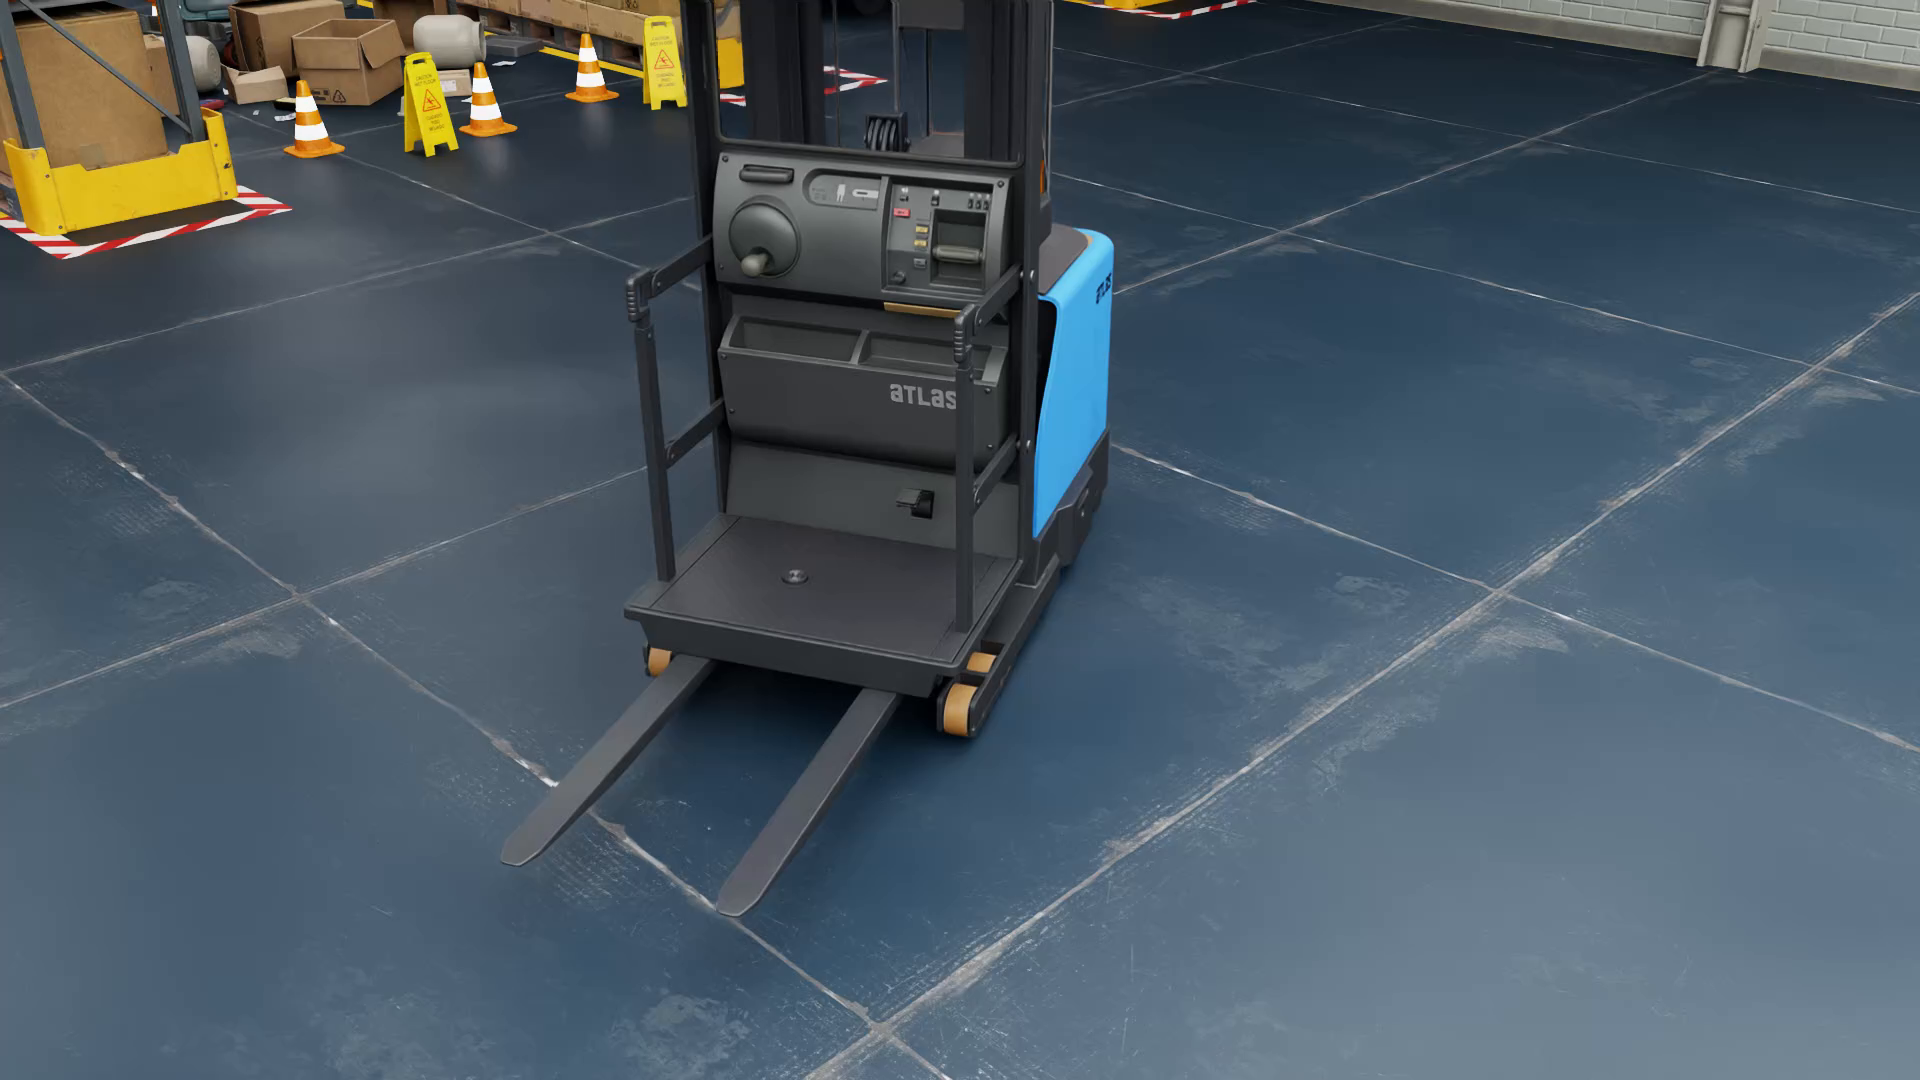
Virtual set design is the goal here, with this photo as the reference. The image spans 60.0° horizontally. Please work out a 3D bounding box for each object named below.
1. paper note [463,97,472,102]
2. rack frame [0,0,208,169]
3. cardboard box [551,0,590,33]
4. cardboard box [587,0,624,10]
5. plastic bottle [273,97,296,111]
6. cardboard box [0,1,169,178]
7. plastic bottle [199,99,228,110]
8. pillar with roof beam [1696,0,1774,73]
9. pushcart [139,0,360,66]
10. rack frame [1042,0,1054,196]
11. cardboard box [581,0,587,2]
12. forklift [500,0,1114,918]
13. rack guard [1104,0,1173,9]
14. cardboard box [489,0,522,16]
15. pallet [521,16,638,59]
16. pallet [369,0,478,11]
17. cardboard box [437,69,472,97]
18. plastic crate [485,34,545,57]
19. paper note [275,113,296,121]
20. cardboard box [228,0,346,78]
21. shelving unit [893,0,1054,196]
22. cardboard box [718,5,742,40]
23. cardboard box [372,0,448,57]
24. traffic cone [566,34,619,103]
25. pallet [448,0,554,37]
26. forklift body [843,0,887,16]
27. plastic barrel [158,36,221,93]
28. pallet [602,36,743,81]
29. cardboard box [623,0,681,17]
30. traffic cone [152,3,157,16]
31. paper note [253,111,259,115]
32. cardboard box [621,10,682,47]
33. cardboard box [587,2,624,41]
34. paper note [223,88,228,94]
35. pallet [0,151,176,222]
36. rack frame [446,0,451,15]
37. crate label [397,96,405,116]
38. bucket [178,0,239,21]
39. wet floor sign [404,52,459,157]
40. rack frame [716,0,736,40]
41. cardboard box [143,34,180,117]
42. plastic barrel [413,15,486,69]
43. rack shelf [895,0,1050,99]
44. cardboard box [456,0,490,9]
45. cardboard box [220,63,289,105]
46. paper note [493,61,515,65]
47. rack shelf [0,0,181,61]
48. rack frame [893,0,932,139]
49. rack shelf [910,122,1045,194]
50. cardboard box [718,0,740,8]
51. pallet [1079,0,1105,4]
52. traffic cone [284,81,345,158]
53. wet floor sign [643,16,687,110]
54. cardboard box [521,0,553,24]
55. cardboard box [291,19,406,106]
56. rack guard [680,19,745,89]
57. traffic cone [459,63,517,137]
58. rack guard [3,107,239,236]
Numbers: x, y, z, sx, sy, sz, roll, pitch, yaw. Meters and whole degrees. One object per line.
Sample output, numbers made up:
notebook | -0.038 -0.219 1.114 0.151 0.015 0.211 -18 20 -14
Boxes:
paper note | -3.662 -3.332 12.554 0.142 0.019 0.148 12 30 22
rack frame | -4.991 -3.323 9.346 0.127 3.000 1.000 25 36 38
cardboard box | -3.098 -4.482 14.054 0.500 0.250 0.500 23 35 37
cardboard box | -2.721 -4.643 13.555 0.500 0.500 0.500 -24 36 -37
plastic bottle | -4.993 -3.238 12.343 0.283 0.061 0.133 12 30 22
cardboard box | -5.520 -2.767 10.122 0.875 0.875 0.875 25 37 39
plastic bottle | -5.561 -3.212 12.293 0.133 0.061 0.283 12 30 22
pillar with roof beam | 3.281 -6.442 8.832 0.400 9.000 9.100 25 36 38
pushcart | -6.007 -4.370 14.155 0.936 0.377 1.648 12 30 22
rack frame | 0.288 -1.295 6.457 0.015 2.100 0.400 8 29 16
cardboard box | -3.076 -4.810 13.872 0.500 0.500 0.500 24 36 37
forklift | -0.373 -0.903 4.819 1.130 2.935 3.031 9 29 16
rack guard | 1.902 -5.533 16.235 0.348 0.500 1.175 25 36 38
cardboard box | -3.824 -4.820 14.696 0.500 0.250 0.500 -23 35 -36
pallet | -3.067 -4.464 14.512 1.213 0.211 1.003 25 36 38
pallet | -5.001 -5.323 16.146 1.213 0.211 1.003 25 36 38
cardboard box | -3.943 -3.494 12.734 0.380 0.149 0.250 -7 29 -14
plastic crate | -3.900 -4.227 14.203 0.583 0.080 0.402 12 30 22
paper note | -4.889 -3.069 12.056 0.144 0.017 0.142 -13 30 -22
cardboard box | -5.292 -3.989 13.149 0.503 0.637 0.797 25 36 38
shelving unit | 0.055 -1.330 6.523 0.503 2.100 0.431 8 29 16
cardboard box | -1.974 -4.322 13.750 0.500 0.250 0.500 24 36 38
cardboard box | -4.634 -4.397 14.072 0.500 0.500 0.500 -3 28 -5
traffic cone | -2.803 -3.588 12.576 0.334 0.463 0.336 25 36 38
pallet | -3.941 -4.862 15.269 1.213 0.211 1.003 25 36 38
forklift body | -0.746 -6.284 15.891 1.214 2.155 2.313 25 36 38
plastic barrel | -5.958 -3.626 12.692 0.512 0.421 0.421 -3 28 -5
pallet | -2.201 -4.066 13.755 1.213 0.211 1.003 25 36 38
cardboard box | -2.346 -4.474 13.233 0.500 0.500 0.500 25 37 39
traffic cone | -7.218 -4.883 15.040 0.334 0.463 0.336 25 36 38
paper note | -5.168 -3.138 12.207 0.032 0.001 0.123 -7 29 -14
cardboard box | -2.374 -4.149 13.422 0.500 0.250 0.500 24 36 38
cardboard box | -2.721 -4.313 13.733 0.500 0.250 0.500 25 37 39
paper note | -5.592 -3.474 12.833 0.172 0.023 0.155 -13 30 -22
pallet | -5.616 -2.323 10.442 1.213 0.211 1.003 25 36 38
rack frame | -4.444 -6.303 15.015 0.127 3.000 1.000 25 36 38
crate label | -3.943 -3.200 12.189 0.298 0.136 0.250 7 29 13
bucket | -6.129 -4.572 13.607 0.726 0.611 0.620 -13 20 -22
wet floor sign | -3.582 -2.928 11.126 0.232 0.644 0.267 18 33 30
rack frame | -1.592 -4.998 12.533 0.127 3.000 1.000 25 36 38
cardboard box | -6.016 -3.357 12.094 0.500 0.500 0.500 -18 33 -31
plastic barrel | -4.126 -4.030 13.459 0.512 0.421 0.421 -3 28 -5
rack shelf | 0.055 -1.937 6.203 0.480 0.518 0.431 8 29 16
cardboard box | -4.213 -4.990 15.021 0.500 0.250 0.500 23 35 36
cardboard box | -5.326 -3.468 12.560 0.396 0.266 0.258 -18 33 -31
paper note | -3.750 -3.931 13.693 0.148 0.019 0.142 12 30 22
rack shelf | -6.417 -3.657 10.754 4.000 0.370 1.077 25 36 38
rack frame | -0.177 -1.364 6.588 0.015 2.100 0.400 8 29 16
rack shelf | 0.055 -1.318 6.529 0.480 0.518 0.431 8 29 16
cardboard box | -1.991 -4.662 13.590 0.500 0.500 0.500 23 36 37
pallet | 1.310 -5.648 16.765 1.213 0.211 1.003 25 36 38
traffic cone | -4.374 -2.844 11.162 0.334 0.463 0.336 25 36 38
wet floor sign | -2.207 -3.539 12.287 0.267 0.644 0.232 -13 30 -22
cardboard box | -3.444 -4.648 14.369 0.500 0.250 0.500 24 36 38
cardboard box | -4.620 -3.626 12.606 0.637 0.503 0.797 2 28 4
rack guard | -1.646 -3.917 13.162 0.348 0.500 1.175 25 36 38
traffic cone | -3.339 -3.108 11.664 0.334 0.463 0.336 25 36 38
rack guard | -4.973 -2.208 9.913 0.348 0.500 1.175 25 36 38
